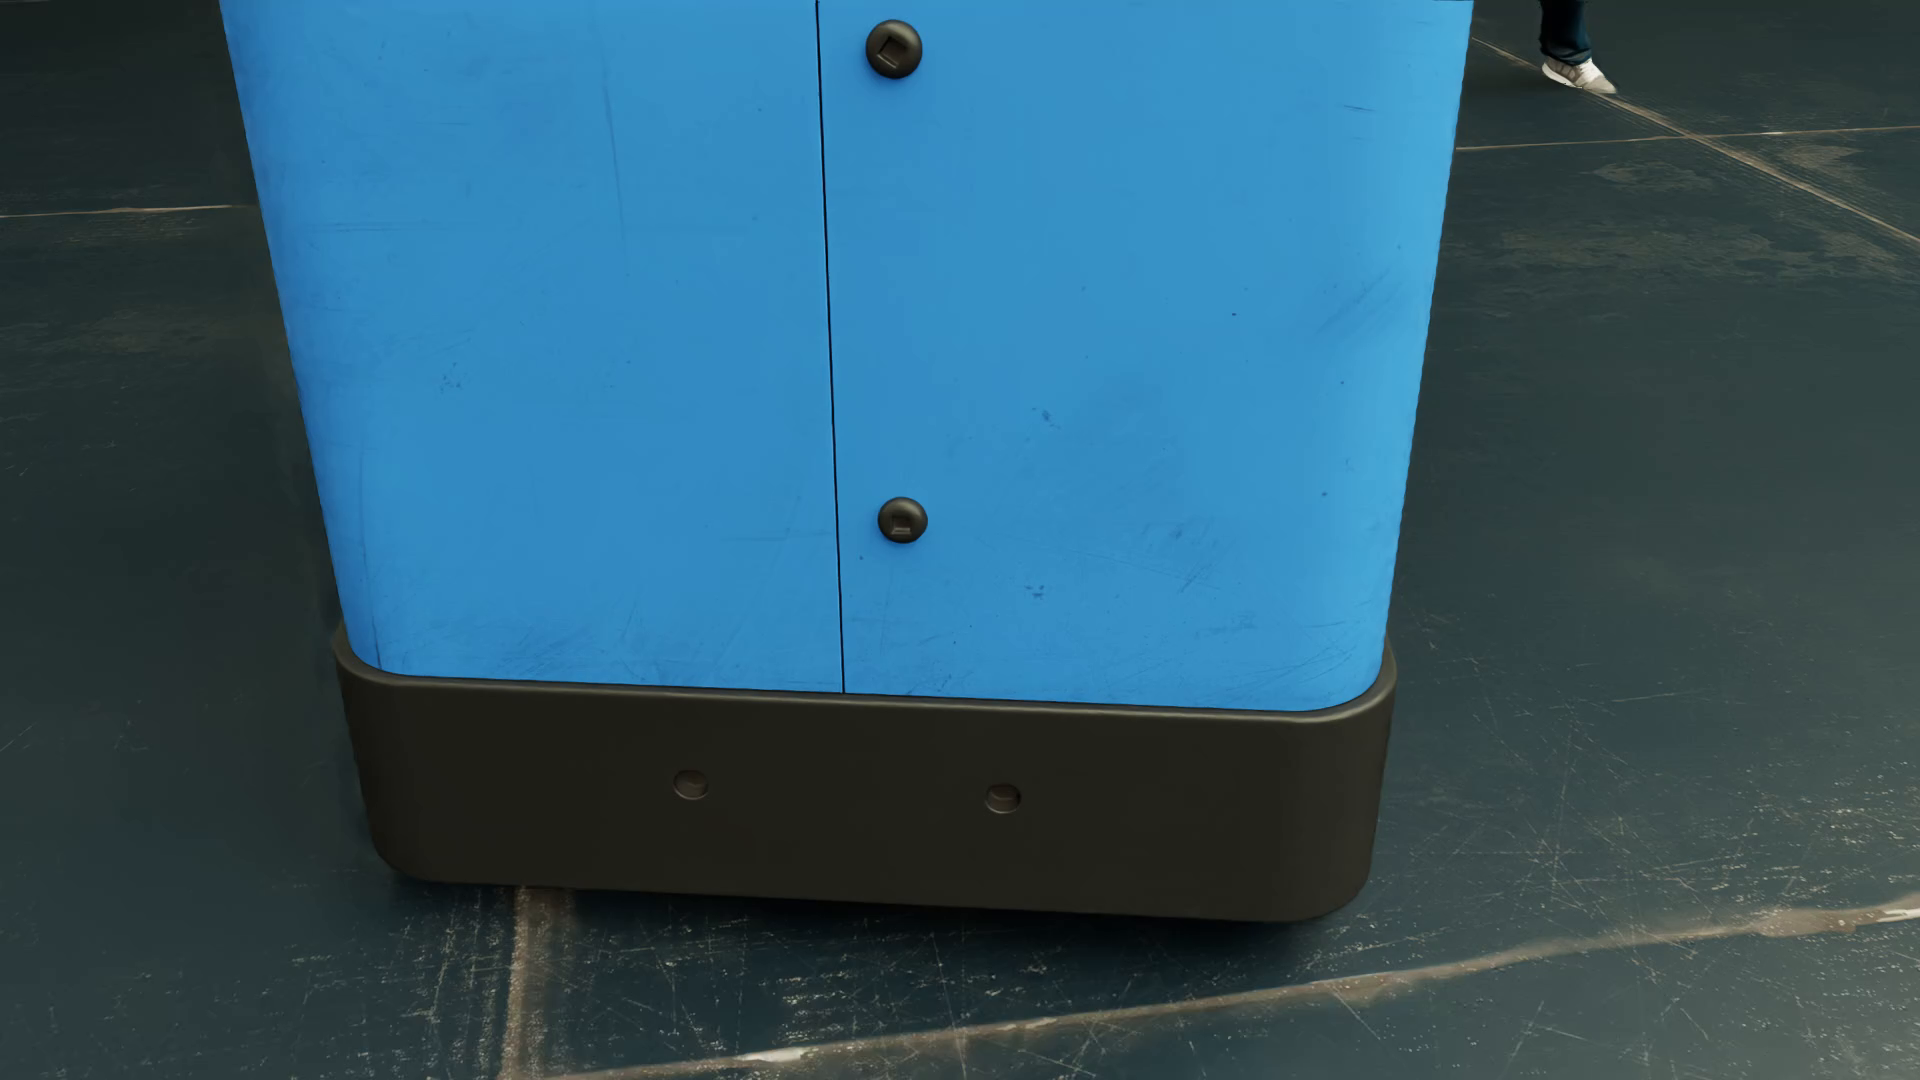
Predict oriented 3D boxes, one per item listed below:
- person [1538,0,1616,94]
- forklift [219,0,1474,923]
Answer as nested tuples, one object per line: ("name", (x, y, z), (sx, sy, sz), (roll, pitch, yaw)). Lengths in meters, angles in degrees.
("person", (1.500, -1.935, 4.660), (0.876, 1.459, 0.835), (10, 30, 18))
("forklift", (0.001, -1.576, 2.344), (1.130, 2.935, 3.031), (2, 28, 4))
